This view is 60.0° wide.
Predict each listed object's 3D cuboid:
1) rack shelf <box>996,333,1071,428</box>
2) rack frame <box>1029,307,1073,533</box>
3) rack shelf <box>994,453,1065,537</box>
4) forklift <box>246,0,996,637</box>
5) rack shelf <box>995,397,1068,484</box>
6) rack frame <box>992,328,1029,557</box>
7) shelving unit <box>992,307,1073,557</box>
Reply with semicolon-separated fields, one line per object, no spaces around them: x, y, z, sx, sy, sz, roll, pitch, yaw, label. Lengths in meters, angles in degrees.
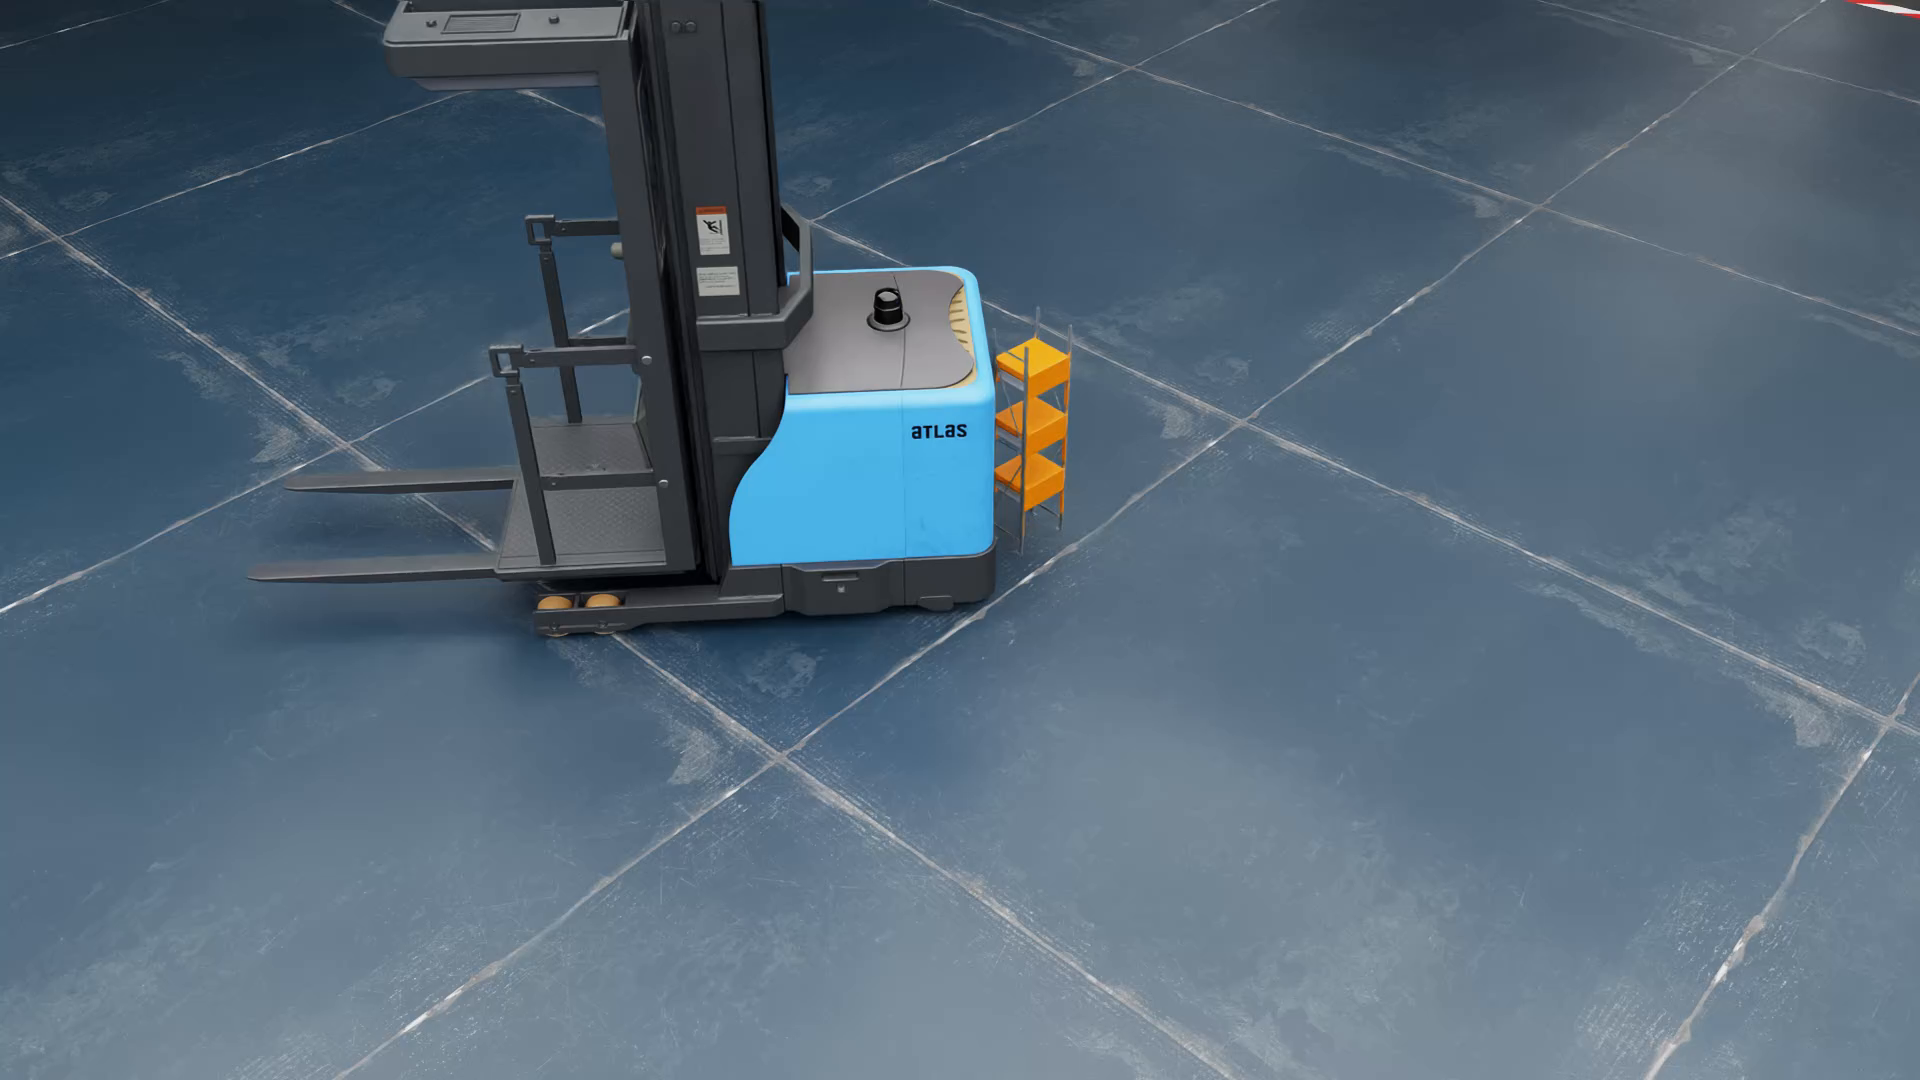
0.290;-0.652;6.787;0.240;0.259;0.215;-30;47;-32;rack shelf
0.380;-0.489;7.022;0.008;1.050;0.200;-30;47;-32;rack frame
0.290;-0.212;7.137;0.240;0.259;0.215;-30;47;-32;rack shelf
-1.395;-1.098;6.275;3.031;2.935;1.130;-3;39;-3;forklift
0.290;-0.430;6.964;0.240;0.259;0.215;-30;47;-32;rack shelf
0.200;-0.387;6.893;0.008;1.050;0.200;-30;47;-32;rack frame
0.290;-0.438;6.957;0.252;1.050;0.215;-30;47;-32;shelving unit
